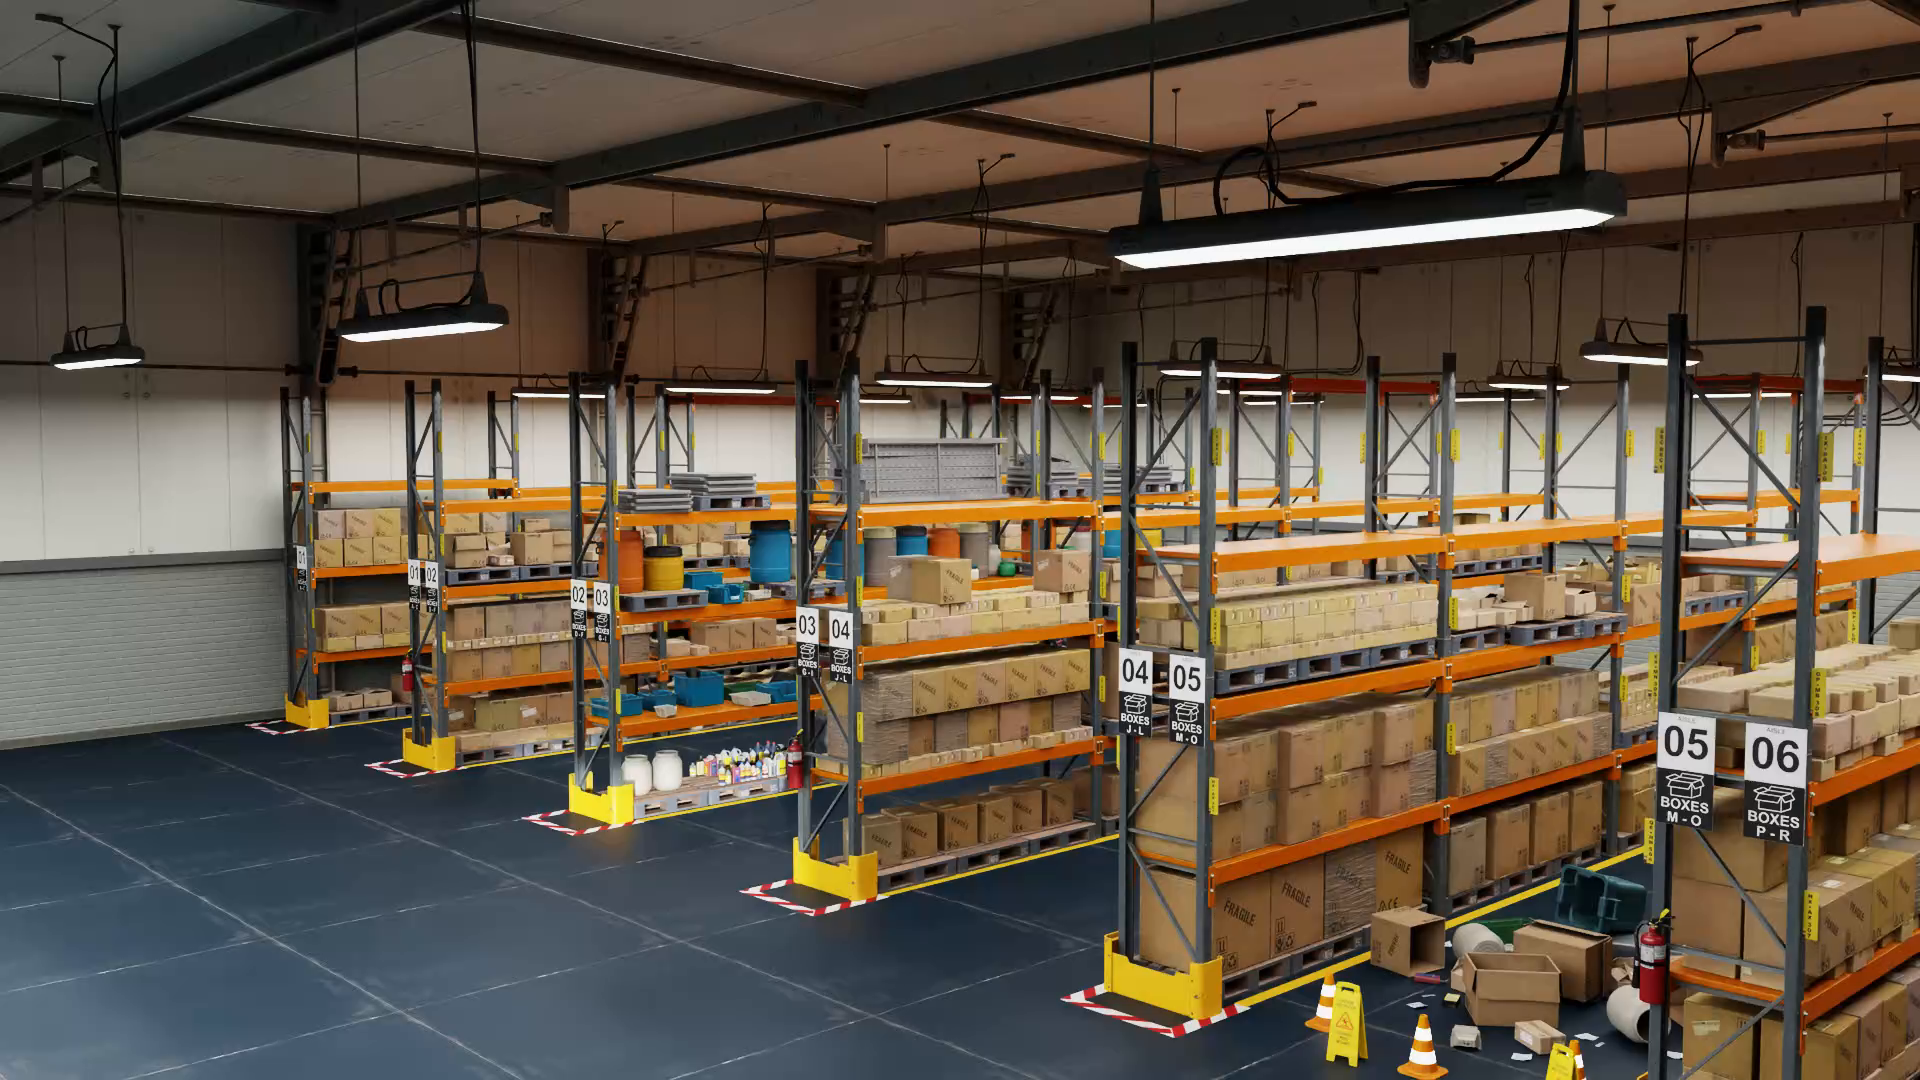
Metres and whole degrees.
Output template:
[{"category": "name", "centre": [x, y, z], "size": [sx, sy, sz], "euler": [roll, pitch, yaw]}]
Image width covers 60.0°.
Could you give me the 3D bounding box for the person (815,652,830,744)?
[{"category": "person", "centre": [-2.168, 2.583, 27.313], "size": [0.619, 1.651, 0.612], "euler": [-4, 5, -44]}]

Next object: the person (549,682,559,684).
[{"category": "person", "centre": [-7.148, 2.445, 29.573], "size": [1.008, 1.664, 0.599], "euler": [-4, 5, -44]}]
